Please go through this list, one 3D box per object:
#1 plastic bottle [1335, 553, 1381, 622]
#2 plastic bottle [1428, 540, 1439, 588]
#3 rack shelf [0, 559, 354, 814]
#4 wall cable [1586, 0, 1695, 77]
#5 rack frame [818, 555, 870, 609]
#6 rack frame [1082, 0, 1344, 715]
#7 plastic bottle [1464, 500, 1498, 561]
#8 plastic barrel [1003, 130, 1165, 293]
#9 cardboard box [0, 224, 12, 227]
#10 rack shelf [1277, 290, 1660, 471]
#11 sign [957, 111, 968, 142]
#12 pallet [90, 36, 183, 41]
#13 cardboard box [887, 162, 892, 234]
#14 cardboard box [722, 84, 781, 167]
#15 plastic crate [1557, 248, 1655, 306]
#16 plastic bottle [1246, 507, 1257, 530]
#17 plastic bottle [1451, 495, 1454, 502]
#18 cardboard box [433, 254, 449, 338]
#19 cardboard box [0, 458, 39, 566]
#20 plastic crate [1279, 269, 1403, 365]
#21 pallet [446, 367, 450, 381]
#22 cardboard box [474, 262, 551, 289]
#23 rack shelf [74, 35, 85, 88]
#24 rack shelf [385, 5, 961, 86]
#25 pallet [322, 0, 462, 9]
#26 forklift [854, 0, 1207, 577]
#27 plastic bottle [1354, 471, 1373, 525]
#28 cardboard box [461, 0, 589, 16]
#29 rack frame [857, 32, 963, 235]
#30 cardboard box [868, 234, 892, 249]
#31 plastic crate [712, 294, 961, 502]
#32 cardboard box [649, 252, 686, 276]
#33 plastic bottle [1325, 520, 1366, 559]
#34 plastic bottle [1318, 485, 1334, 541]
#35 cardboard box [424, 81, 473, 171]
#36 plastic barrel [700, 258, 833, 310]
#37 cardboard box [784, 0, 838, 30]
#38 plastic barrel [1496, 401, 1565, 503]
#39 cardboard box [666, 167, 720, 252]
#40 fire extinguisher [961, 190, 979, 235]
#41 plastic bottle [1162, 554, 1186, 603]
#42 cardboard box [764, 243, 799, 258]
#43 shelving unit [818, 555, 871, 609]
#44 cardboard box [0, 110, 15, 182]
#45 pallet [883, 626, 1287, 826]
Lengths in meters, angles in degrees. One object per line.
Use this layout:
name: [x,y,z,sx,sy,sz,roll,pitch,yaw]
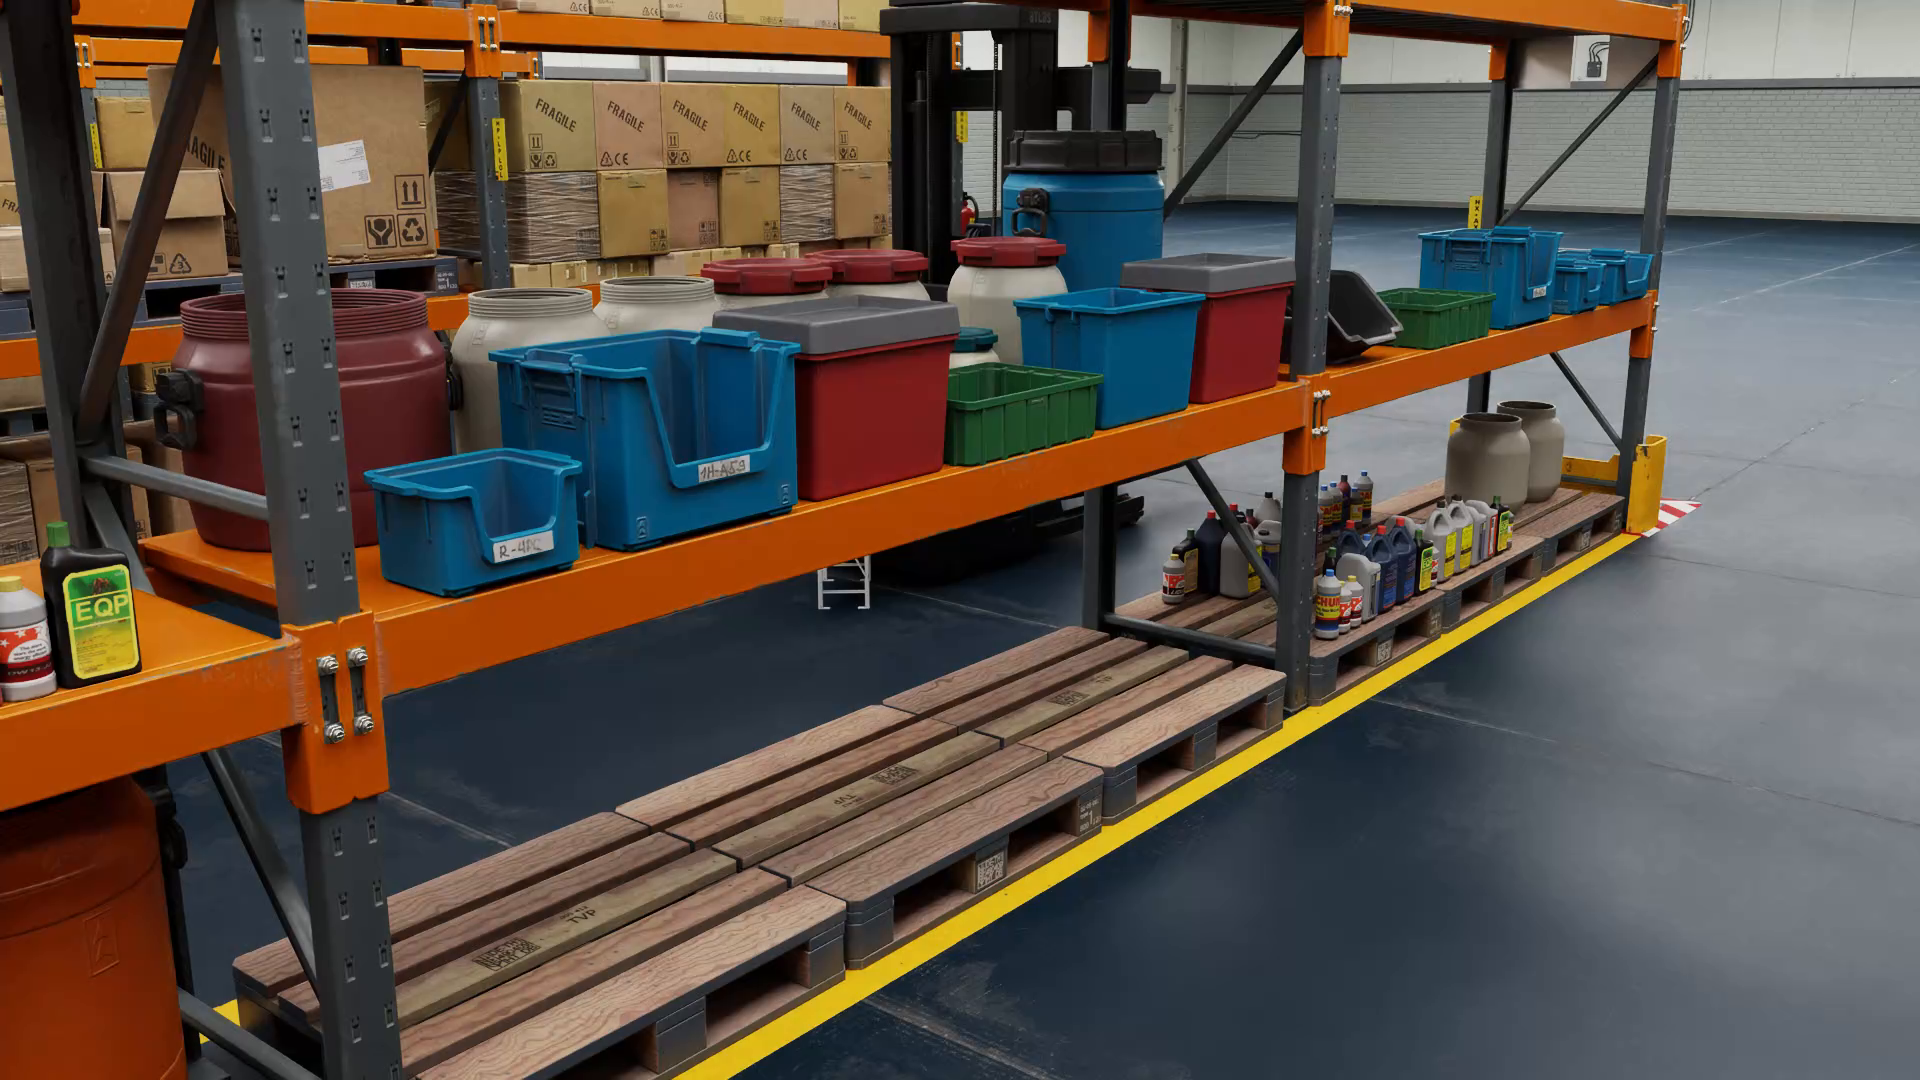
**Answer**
plastic bottle: [1.661,0.184,6.943,0.152,0.276,0.135,12,19,40]
plastic bottle: [2.083,0.103,7.416,0.097,0.201,0.097,0,14,0]
rack shelf: [-2.833,0.635,1.993,1.077,0.370,4.000,11,18,38]
wall cable: [16.000,-13.891,38.621,2.305,6.003,0.169,11,18,38]
rack frame: [-0.546,-0.257,7.699,0.240,1.200,0.015,-1,14,-2]
rack frame: [0.938,-0.863,6.428,1.000,3.000,0.127,11,18,38]
plastic bottle: [2.459,-0.059,7.900,0.152,0.276,0.135,11,18,38]
plastic barrel: [0.460,-1.079,6.260,0.600,0.901,0.708,11,18,38]
cardboard box: [-4.590,-1.363,7.816,0.396,0.266,0.258,11,18,36]
rack shelf: [2.195,-0.897,8.024,1.077,0.370,4.000,11,18,38]
sign: [0.019,-3.020,11.926,0.100,0.325,0.005,11,18,38]
pallet: [-6.186,-3.982,12.795,1.003,0.211,1.213,11,18,38]
cardboard box: [-0.767,-2.487,12.014,0.875,0.500,0.500,11,18,38]
cardboard box: [-1.500,-2.643,10.596,0.500,0.500,0.500,11,18,38]
plastic crate: [3.370,-1.415,8.902,0.499,0.251,0.616,11,18,38]
plastic bottle: [1.309,-0.002,7.662,0.061,0.283,0.133,13,19,41]
plastic bottle: [2.376,-0.079,7.963,0.061,0.283,0.133,11,18,38]
cardboard box: [-5.121,-2.047,14.552,0.875,0.875,0.875,11,18,37]
cardboard box: [-4.684,-0.105,7.627,0.700,0.500,0.500,9,17,33]
plastic crate: [1.366,-0.914,6.753,0.767,0.338,0.504,11,18,38]
pallet: [-4.636,-1.666,15.251,1.003,0.211,1.213,11,18,38]
cardboard box: [-2.545,-1.502,9.455,0.380,0.149,0.250,11,18,38]
rack shelf: [-7.966,-3.139,10.754,1.077,0.370,4.000,11,18,38]
rack shelf: [-1.657,-3.118,10.672,1.077,0.370,4.000,11,18,38]
pallet: [-3.385,-2.891,8.698,1.213,0.211,1.003,11,18,38]
forklift: [0.398,-1.541,9.235,1.130,2.935,3.031,11,18,38]
plastic bottle: [2.070,-0.221,8.548,0.097,0.271,0.097,0,14,0]
cardboard box: [-2.432,-3.057,9.278,0.500,0.250,0.500,10,18,35]
rack frame: [-0.400,-2.396,12.461,1.000,3.000,0.127,11,18,38]
cardboard box: [-0.693,-2.084,11.743,0.380,0.149,0.250,11,18,38]
plastic crate: [-0.322,-0.390,4.437,0.402,0.464,0.583,11,18,38]
cardboard box: [-1.903,-1.691,10.198,0.380,0.149,0.250,11,18,38]
plastic bottle: [1.656,0.095,7.144,0.144,0.351,0.185,11,18,38]
plastic bottle: [1.792,-0.136,8.214,0.097,0.271,0.097,0,14,0]
cardboard box: [-2.845,-2.436,9.780,0.500,0.500,0.500,11,18,38]
plastic barrel: [-0.567,-0.556,4.944,0.433,0.535,0.433,0,14,0]
cardboard box: [-1.146,-3.452,10.832,0.500,0.250,0.500,12,18,39]
plastic barrel: [3.098,-0.489,9.155,0.421,0.512,0.421,0,14,0]
cardboard box: [-2.006,-2.100,10.492,0.875,0.500,0.500,11,18,38]
fire extinguisher: [0.030,-2.309,12.276,0.296,0.674,0.183,11,18,38]
plastic bottle: [0.924,0.162,7.182,0.097,0.201,0.097,0,14,0]
cardboard box: [-1.280,-1.884,10.956,0.380,0.149,0.250,11,18,38]
shelving unit: [-0.556,-0.317,7.935,0.258,1.200,0.503,-1,14,-2]
cardboard box: [-7.016,-2.853,12.029,0.700,0.500,0.500,11,18,37]
pallet: [0.475,0.645,6.156,1.003,0.211,1.213,11,18,38]
